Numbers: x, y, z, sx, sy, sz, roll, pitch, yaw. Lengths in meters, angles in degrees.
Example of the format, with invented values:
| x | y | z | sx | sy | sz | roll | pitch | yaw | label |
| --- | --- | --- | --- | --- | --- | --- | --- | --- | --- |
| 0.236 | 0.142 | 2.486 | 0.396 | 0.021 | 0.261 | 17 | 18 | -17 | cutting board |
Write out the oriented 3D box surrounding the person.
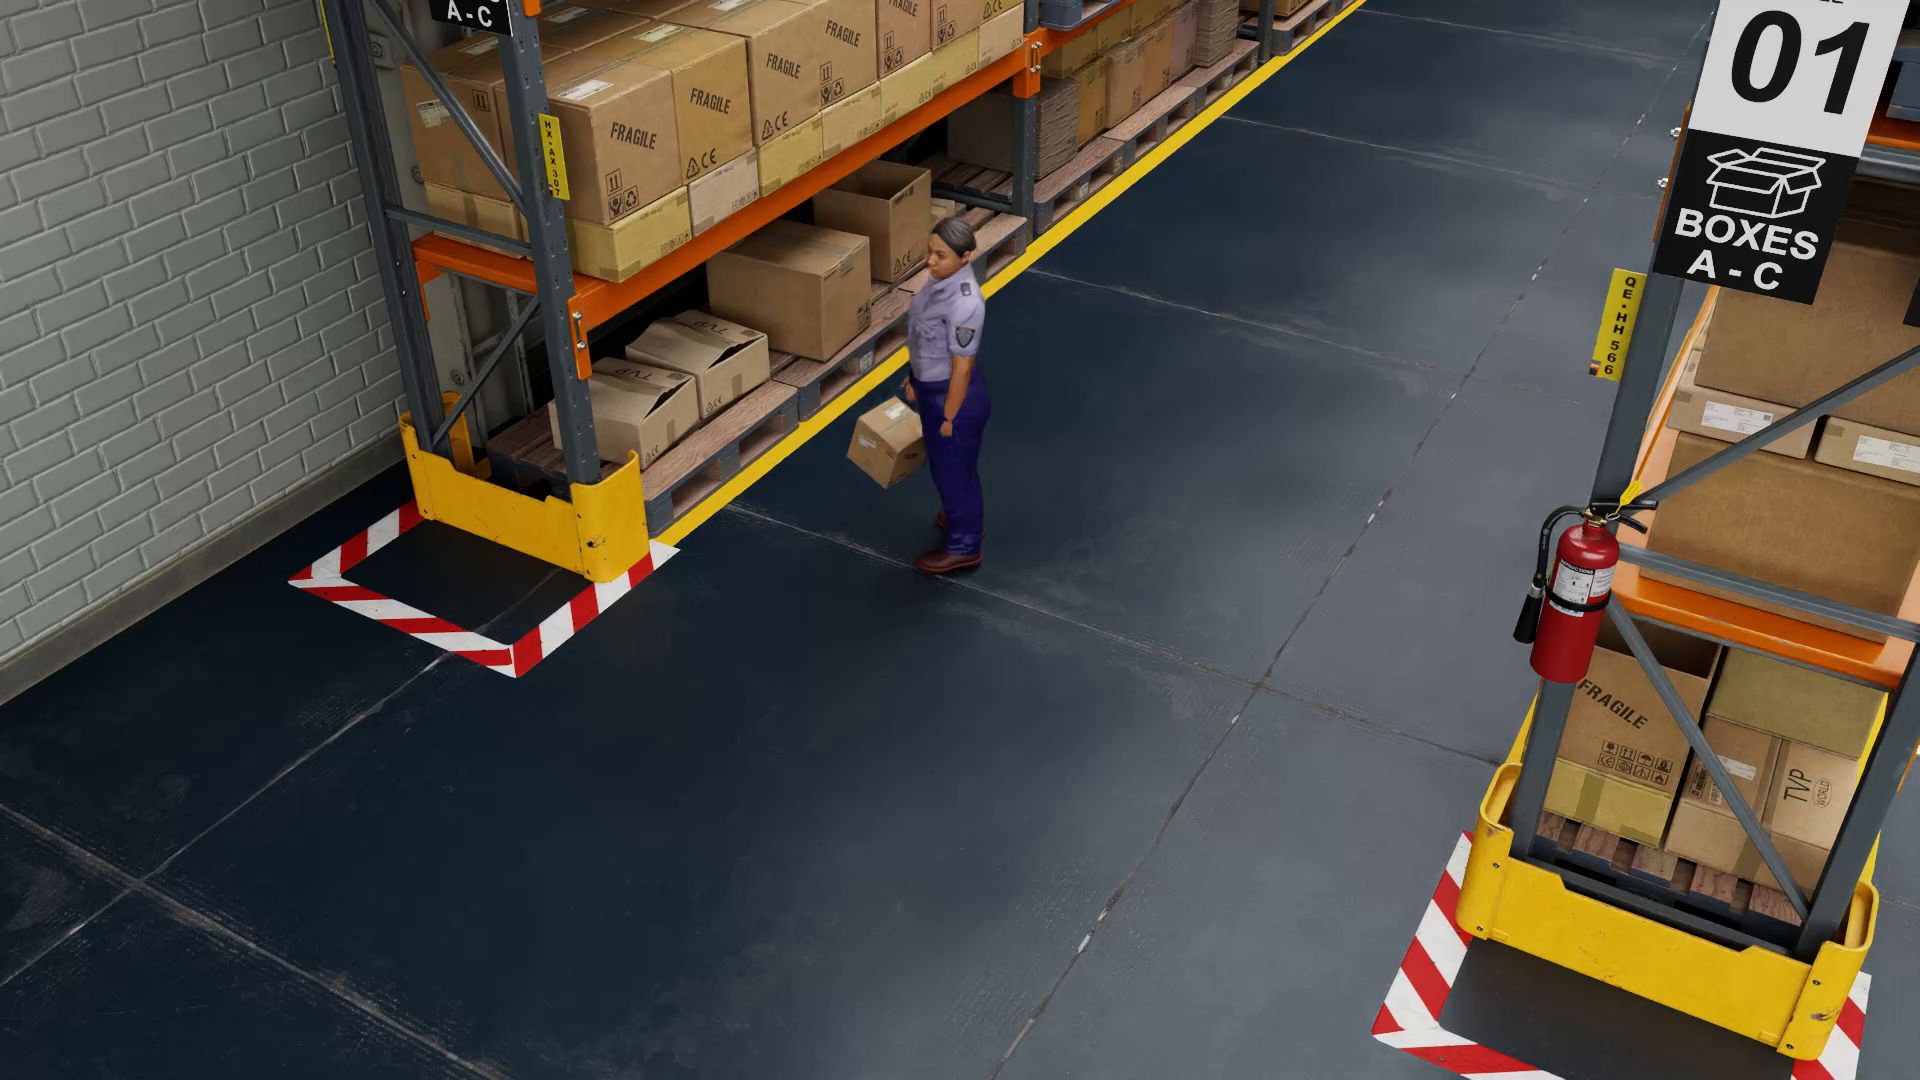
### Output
| x | y | z | sx | sy | sz | roll | pitch | yaw | label |
| --- | --- | --- | --- | --- | --- | --- | --- | --- | --- |
| -0.059 | -0.623 | 7.045 | 0.369 | 1.656 | 0.613 | -3 | 34 | -5 | person |
